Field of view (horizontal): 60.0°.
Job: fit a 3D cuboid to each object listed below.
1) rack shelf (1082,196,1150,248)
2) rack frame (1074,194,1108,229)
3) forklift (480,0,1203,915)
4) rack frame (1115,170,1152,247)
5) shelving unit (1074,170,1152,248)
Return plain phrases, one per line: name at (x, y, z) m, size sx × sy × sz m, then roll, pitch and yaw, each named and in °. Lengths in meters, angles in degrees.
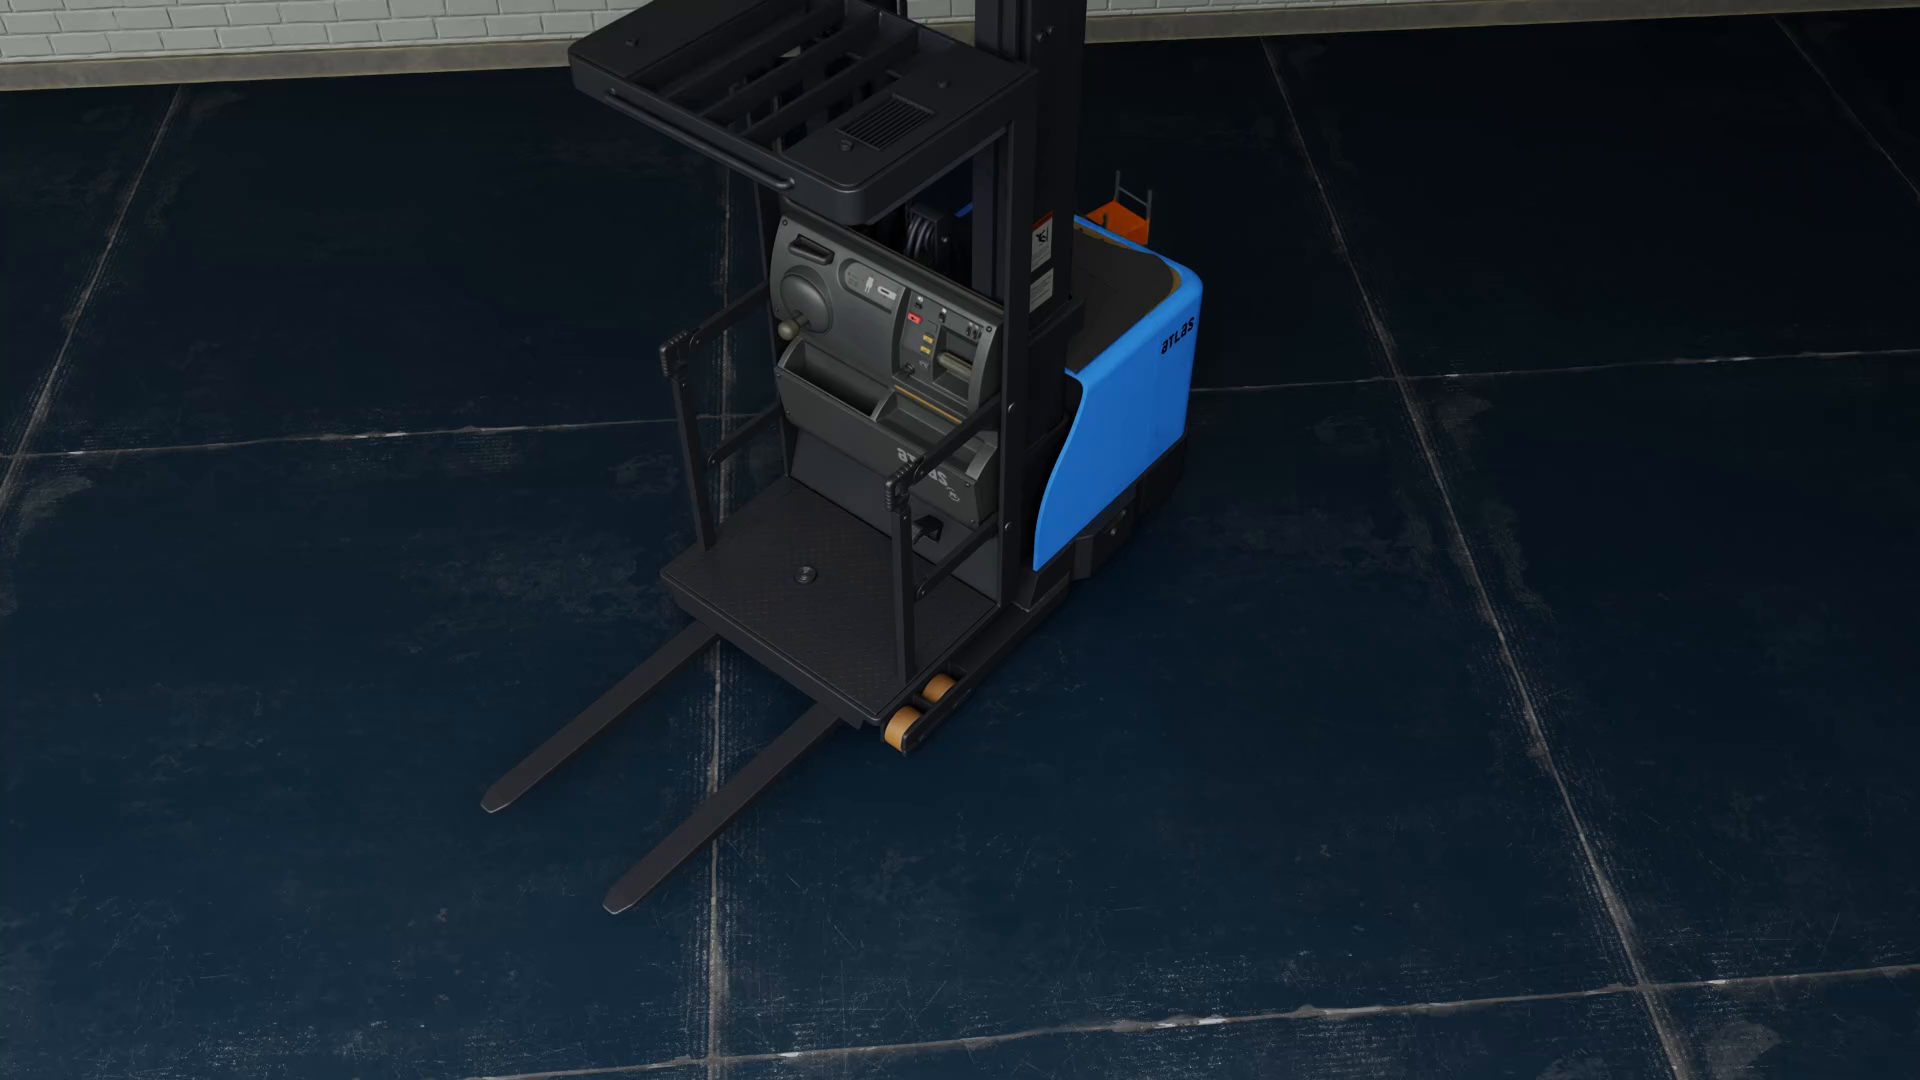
rack shelf at (0.608, -1.206, 6.791) m, size 0.240 × 0.259 × 0.215 m, roll -31°, pitch 53°, yaw -26°
rack frame at (0.517, -0.959, 6.933) m, size 0.008 × 1.050 × 0.200 m, roll -31°, pitch 53°, yaw -26°
forklift at (-0.398, -0.658, 5.355) m, size 1.130 × 2.935 × 3.031 m, roll 31°, pitch 54°, yaw 26°
rack frame at (0.704, -1.073, 7.041) m, size 0.008 × 1.050 × 0.200 m, roll -31°, pitch 53°, yaw -26°
shelving unit at (0.610, -1.016, 6.987) m, size 0.252 × 1.050 × 0.215 m, roll -31°, pitch 53°, yaw -26°
